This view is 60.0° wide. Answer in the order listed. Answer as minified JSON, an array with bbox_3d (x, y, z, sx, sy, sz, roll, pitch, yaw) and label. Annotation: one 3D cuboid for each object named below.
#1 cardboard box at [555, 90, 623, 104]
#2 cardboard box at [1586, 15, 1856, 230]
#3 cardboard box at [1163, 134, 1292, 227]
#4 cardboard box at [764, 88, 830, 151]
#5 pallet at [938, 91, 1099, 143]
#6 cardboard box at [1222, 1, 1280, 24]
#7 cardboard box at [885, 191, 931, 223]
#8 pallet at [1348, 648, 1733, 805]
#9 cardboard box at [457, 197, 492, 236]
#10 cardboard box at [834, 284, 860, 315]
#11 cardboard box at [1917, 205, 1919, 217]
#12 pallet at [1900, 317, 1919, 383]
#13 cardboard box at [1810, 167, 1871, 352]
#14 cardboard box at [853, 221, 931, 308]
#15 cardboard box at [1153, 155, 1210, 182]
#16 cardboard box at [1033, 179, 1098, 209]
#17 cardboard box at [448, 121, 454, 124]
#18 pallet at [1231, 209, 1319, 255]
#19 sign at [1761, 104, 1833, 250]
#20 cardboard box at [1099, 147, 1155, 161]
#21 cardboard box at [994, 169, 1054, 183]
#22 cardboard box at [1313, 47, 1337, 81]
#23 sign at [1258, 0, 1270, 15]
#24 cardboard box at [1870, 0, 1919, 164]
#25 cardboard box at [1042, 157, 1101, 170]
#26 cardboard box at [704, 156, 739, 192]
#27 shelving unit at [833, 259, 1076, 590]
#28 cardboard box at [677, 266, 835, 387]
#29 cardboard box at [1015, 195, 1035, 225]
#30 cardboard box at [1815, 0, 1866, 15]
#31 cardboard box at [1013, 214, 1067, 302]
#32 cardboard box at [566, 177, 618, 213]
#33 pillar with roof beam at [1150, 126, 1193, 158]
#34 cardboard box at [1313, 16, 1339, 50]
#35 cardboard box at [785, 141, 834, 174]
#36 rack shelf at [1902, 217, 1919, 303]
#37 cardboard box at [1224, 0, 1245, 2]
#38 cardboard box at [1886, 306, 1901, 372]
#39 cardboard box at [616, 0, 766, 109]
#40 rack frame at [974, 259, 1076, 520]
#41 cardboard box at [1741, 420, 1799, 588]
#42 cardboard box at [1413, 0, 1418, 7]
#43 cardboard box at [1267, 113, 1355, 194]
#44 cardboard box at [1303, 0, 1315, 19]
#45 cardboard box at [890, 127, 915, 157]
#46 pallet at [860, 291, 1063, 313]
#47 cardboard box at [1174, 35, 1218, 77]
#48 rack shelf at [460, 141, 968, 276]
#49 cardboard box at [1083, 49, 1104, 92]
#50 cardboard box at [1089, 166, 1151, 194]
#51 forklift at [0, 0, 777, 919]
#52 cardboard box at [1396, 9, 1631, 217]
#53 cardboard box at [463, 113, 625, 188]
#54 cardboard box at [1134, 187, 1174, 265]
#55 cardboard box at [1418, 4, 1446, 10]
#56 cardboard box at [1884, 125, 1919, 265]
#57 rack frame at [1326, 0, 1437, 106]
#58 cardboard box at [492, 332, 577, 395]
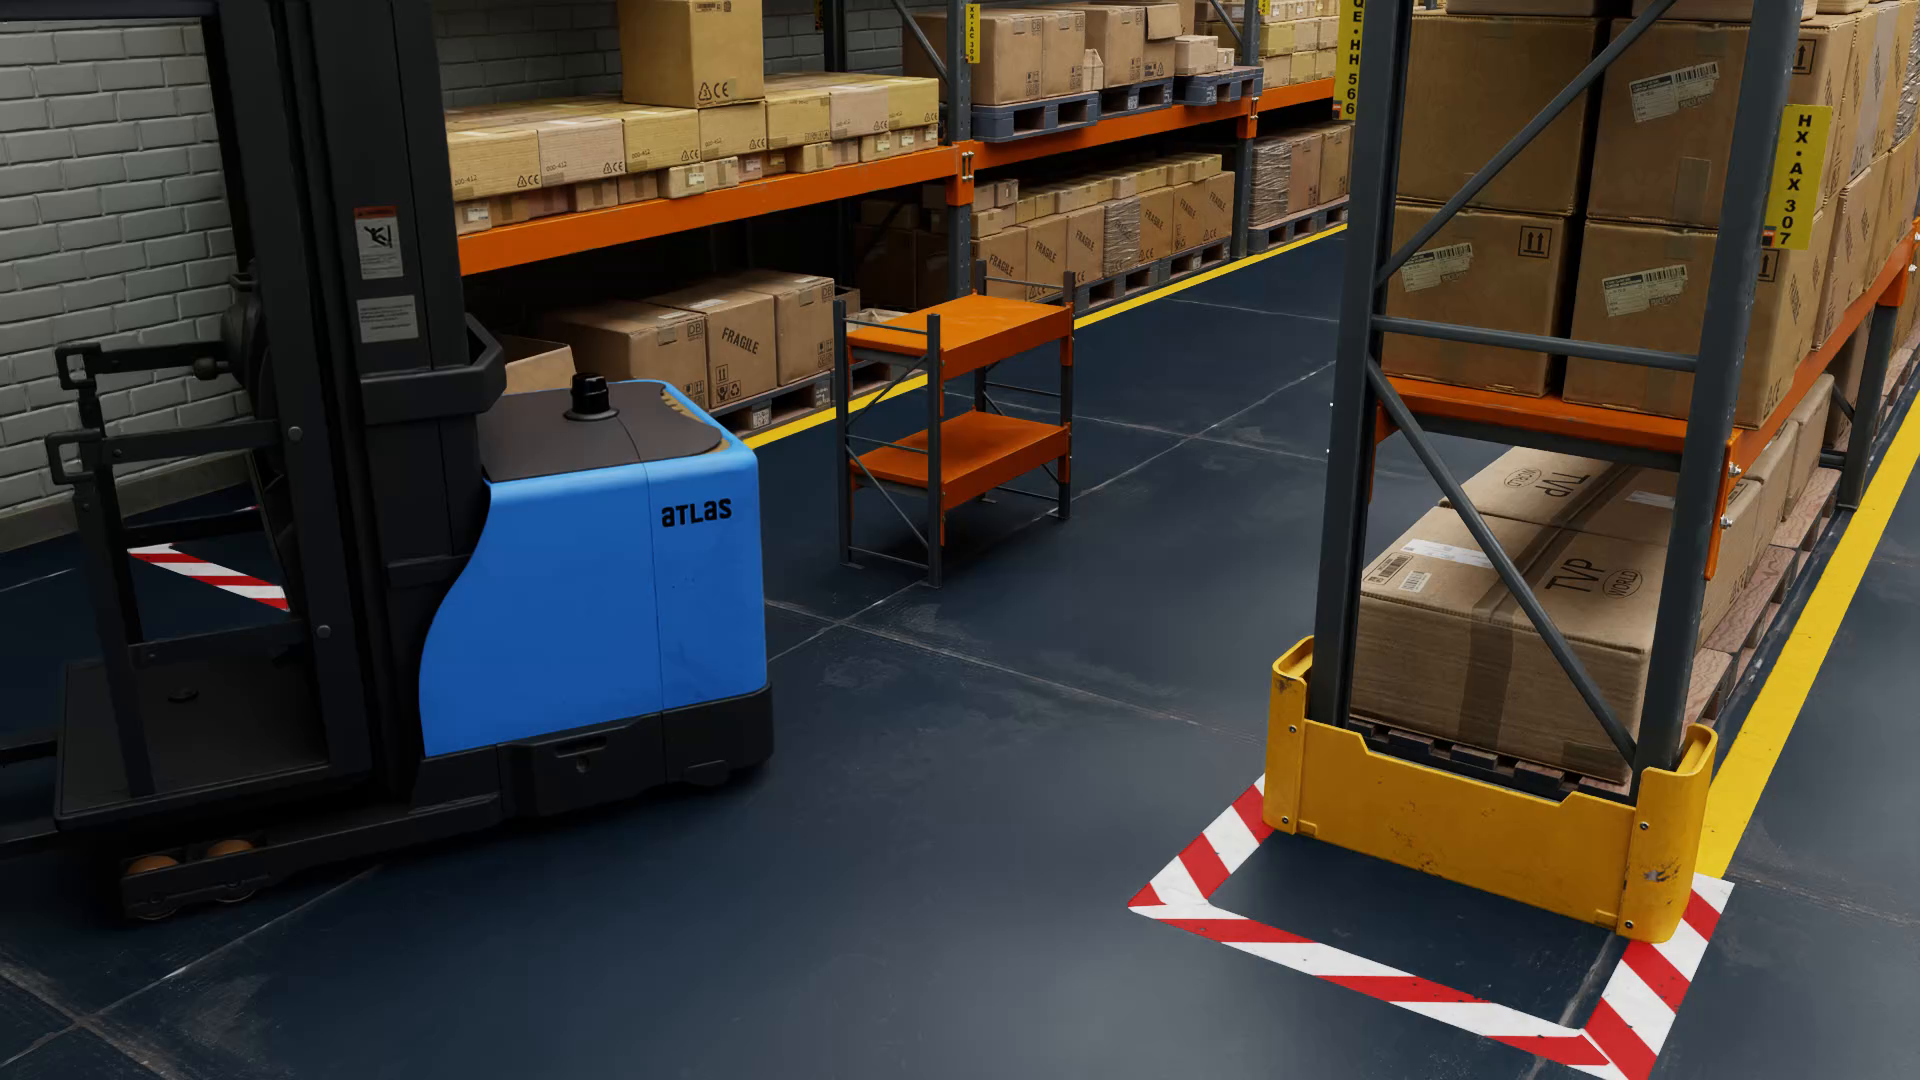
[{"bbox_3d":[-1.725,-2.162,8.572,0.500,0.250,0.500,13,24,32],"label":"cardboard box"},{"bbox_3d":[1.981,-1.101,4.332,0.500,0.500,0.500,13,24,31],"label":"cardboard box"},{"bbox_3d":[2.227,-3.025,13.936,0.875,0.625,0.625,14,25,34],"label":"cardboard box"},{"bbox_3d":[-1.028,-2.206,8.692,0.500,0.250,0.500,13,24,31],"label":"cardboard box"},{"bbox_3d":[0.156,-2.735,10.613,1.003,0.211,1.213,13,24,32],"label":"pallet"},{"bbox_3d":[2.288,-4.150,13.082,0.380,0.149,0.250,14,25,33],"label":"cardboard box"},{"bbox_3d":[-0.271,-2.185,10.910,0.380,0.149,0.250,13,24,32],"label":"cardboard box"},{"bbox_3d":[1.860,0.560,5.446,1.003,0.211,1.213,13,24,32],"label":"pallet"},{"bbox_3d":[-2.220,-1.393,7.069,0.380,0.149,0.250,13,24,31],"label":"cardboard box"},{"bbox_3d":[-0.950,-1.410,10.023,0.500,0.311,0.500,14,25,34],"label":"cardboard box"},{"bbox_3d":[4.190,-1.655,7.632,0.500,0.250,0.500,13,24,31],"label":"cardboard box"},{"bbox_3d":[5.467,-1.279,10.418,1.003,0.211,1.213,13,24,32],"label":"pallet"},{"bbox_3d":[2.545,-0.925,5.297,0.500,0.500,0.500,13,24,32],"label":"cardboard box"},{"bbox_3d":[-0.352,-1.841,10.915,0.500,0.500,0.500,13,24,32],"label":"cardboard box"},{"bbox_3d":[1.669,-2.819,12.624,0.380,0.149,0.250,12,23,29],"label":"cardboard box"},{"bbox_3d":[0.721,-2.384,11.450,0.380,0.149,0.250,14,25,34],"label":"cardboard box"},{"bbox_3d":[-2.593,-1.723,7.386,0.500,0.250,0.500,14,25,33],"label":"cardboard box"},{"bbox_3d":[2.360,-2.686,14.222,1.003,0.211,1.213,13,24,32],"label":"pallet"},{"bbox_3d":[1.931,-0.836,3.840,0.100,0.325,0.005,13,24,32],"label":"sign"},{"bbox_3d":[1.314,-3.005,13.128,0.380,0.149,0.250,15,25,35],"label":"cardboard box"},{"bbox_3d":[0.445,-2.555,11.910,0.380,0.149,0.250,12,24,30],"label":"cardboard box"},{"bbox_3d":[2.888,-4.067,14.152,0.500,0.250,0.500,12,24,30],"label":"cardboard box"},{"bbox_3d":[2.320,-4.168,12.654,0.100,0.325,0.005,13,24,32],"label":"sign"},{"bbox_3d":[2.828,-1.543,5.527,0.500,0.500,0.500,13,24,32],"label":"cardboard box"},{"bbox_3d":[0.840,-2.787,12.539,0.380,0.149,0.250,12,23,29],"label":"cardboard box"},{"bbox_3d":[-1.324,-1.832,8.257,0.380,0.149,0.250,14,24,33],"label":"cardboard box"},{"bbox_3d":[-0.004,-0.526,7.065,0.538,1.125,1.048,13,24,32],"label":"shelving unit"},{"bbox_3d":[-1.113,-1.187,9.148,0.700,0.500,0.500,12,24,30],"label":"cardboard box"},{"bbox_3d":[0.265,-2.168,10.865,0.380,0.149,0.250,12,23,29],"label":"cardboard box"},{"bbox_3d":[2.233,-1.512,4.509,0.380,0.149,0.250,14,25,33],"label":"cardboard box"},{"bbox_3d":[0.366,-1.892,11.053,0.500,0.500,0.500,13,24,31],"label":"cardboard box"},{"bbox_3d":[-1.804,-1.618,7.676,0.380,0.149,0.250,14,25,33],"label":"cardboard box"},{"bbox_3d":[5.413,-6.289,11.296,9.100,9.000,0.400,13,24,32],"label":"pillar with roof beam"},{"bbox_3d":[2.909,-4.299,14.059,0.500,0.250,0.500,13,24,30],"label":"cardboard box"},{"bbox_3d":[-0.898,-2.052,8.851,0.380,0.149,0.250,13,24,31],"label":"cardboard box"},{"bbox_3d":[4.848,-1.887,9.080,1.077,0.370,4.000,13,24,32],"label":"rack shelf"},{"bbox_3d":[2.132,-4.408,13.780,0.380,0.149,0.250,13,24,32],"label":"cardboard box"},{"bbox_3d":[4.508,-1.305,8.927,0.875,0.875,0.875,14,25,33],"label":"cardboard box"},{"bbox_3d":[-1.311,-2.399,8.133,0.500,0.500,0.500,14,24,33],"label":"cardboard box"},{"bbox_3d":[0.282,-0.671,7.459,0.500,1.125,0.032,13,24,32],"label":"rack frame"},{"bbox_3d":[2.780,-0.230,6.650,0.875,0.438,0.875,12,24,30],"label":"cardboard box"},{"bbox_3d":[4.106,-5.123,15.711,0.380,0.149,0.250,14,25,34],"label":"cardboard box"},{"bbox_3d":[3.387,-3.623,15.554,0.875,0.625,0.625,13,24,31],"label":"cardboard box"},{"bbox_3d":[2.697,-4.383,13.712,0.380,0.149,0.250,14,24,32],"label":"cardboard box"},{"bbox_3d":[-0.482,-2.280,9.467,0.380,0.149,0.250,14,25,33],"label":"cardboard box"},{"bbox_3d":[0.043,-1.550,11.152,1.003,0.211,1.213,13,24,32],"label":"pallet"},{"bbox_3d":[1.540,-3.526,12.084,0.500,0.250,0.500,12,23,29],"label":"cardboard box"},{"bbox_3d":[-1.507,-1.706,8.591,1.077,0.370,4.000,13,24,32],"label":"rack shelf"},{"bbox_3d":[0.715,-3.075,10.843,0.396,0.266,0.258,15,25,34],"label":"cardboard box"},{"bbox_3d":[1.159,-2.613,12.068,0.380,0.149,0.250,13,24,31],"label":"cardboard box"},{"bbox_3d":[-2.134,-0.559,4.552,3.031,2.935,1.130,-10,22,-24],"label":"forklift"},{"bbox_3d":[1.550,-1.203,4.609,0.500,0.500,0.500,14,25,34],"label":"cardboard box"},{"bbox_3d":[-1.871,-1.761,7.490,0.500,0.250,0.500,14,24,32],"label":"cardboard box"},{"bbox_3d":[1.224,-2.334,12.250,0.500,0.500,0.500,15,25,34],"label":"cardboard box"},{"bbox_3d":[4.579,-5.036,16.412,0.500,0.500,0.500,13,24,30],"label":"cardboard box"},{"bbox_3d":[3.390,-1.366,6.490,0.500,0.500,0.500,13,24,31],"label":"cardboard box"},{"bbox_3d":[4.114,-4.913,16.223,1.000,3.000,0.127,13,24,32],"label":"rack frame"},{"bbox_3d":[-2.209,-0.653,7.700,0.797,0.503,0.637,12,24,30],"label":"cardboard box"}]
